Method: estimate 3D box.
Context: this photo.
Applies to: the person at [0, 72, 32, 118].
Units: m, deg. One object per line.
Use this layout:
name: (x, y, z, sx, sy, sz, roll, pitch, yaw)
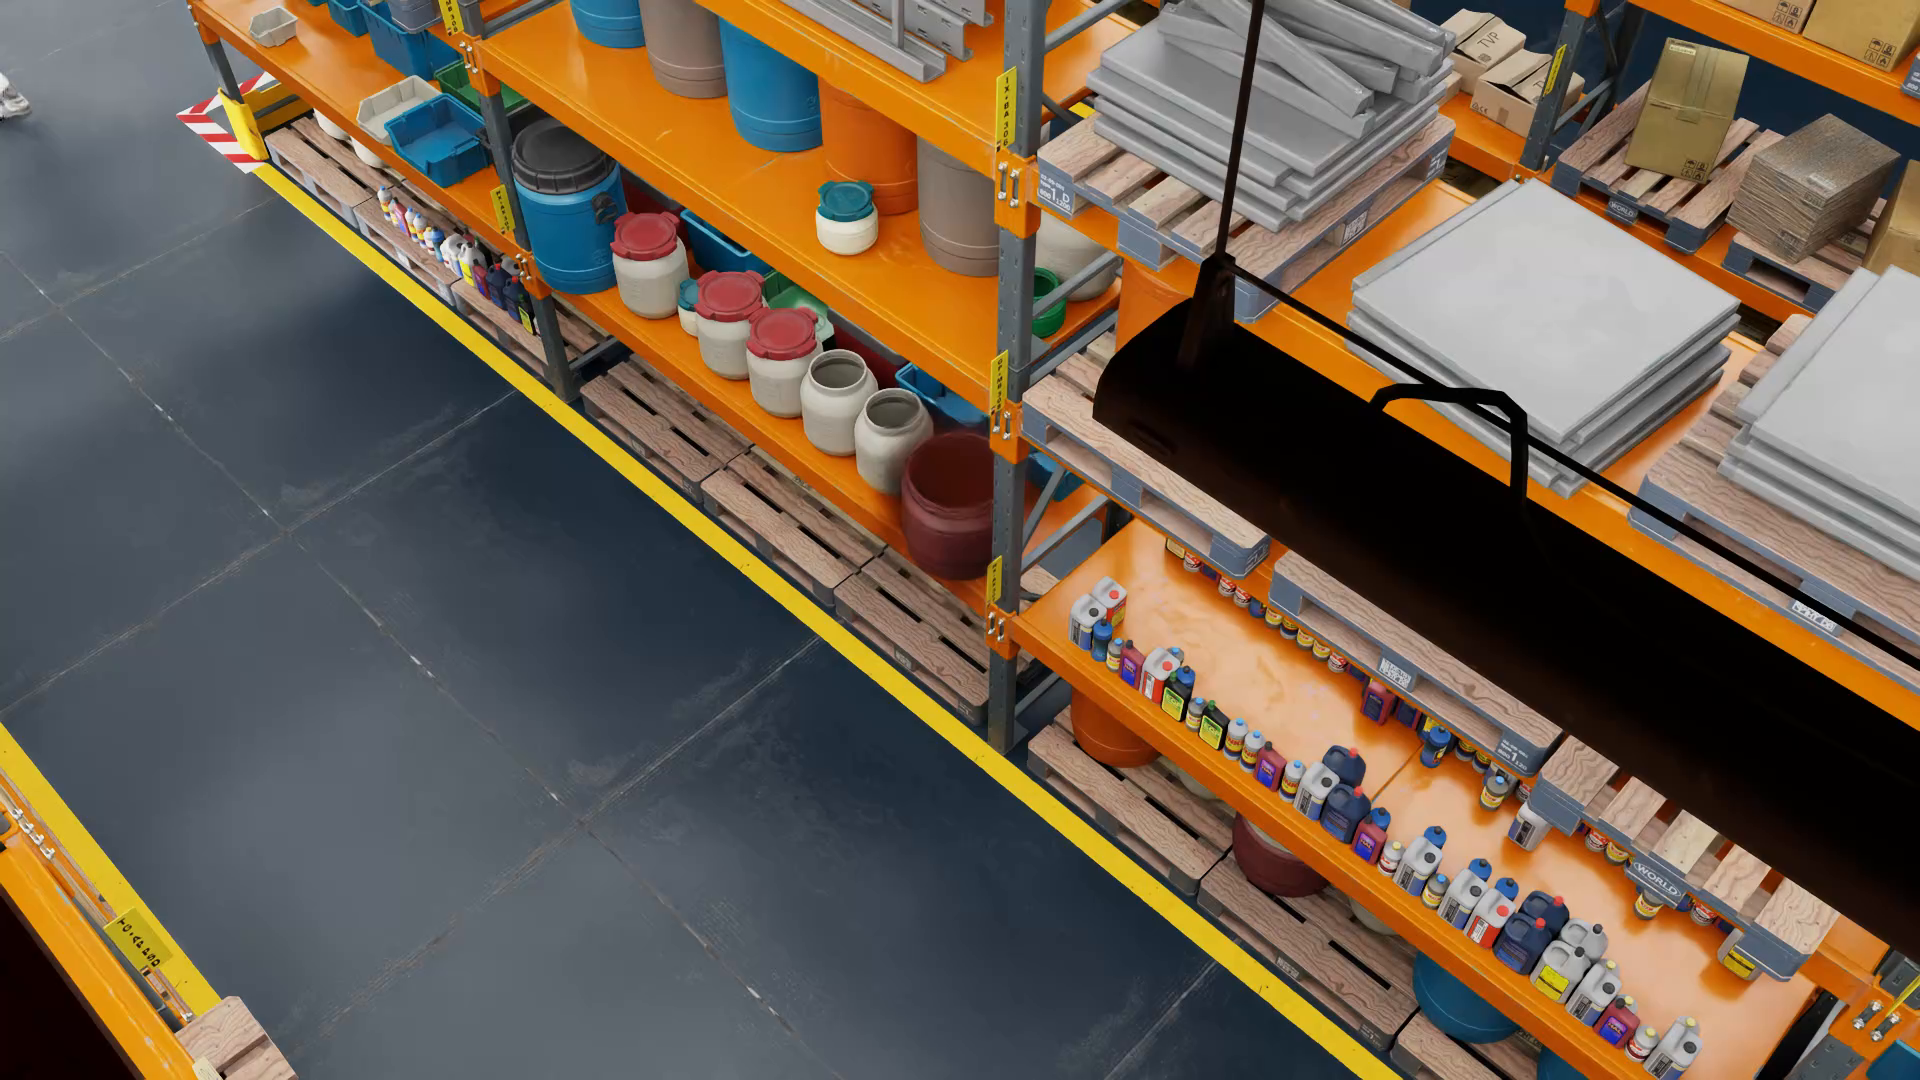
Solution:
person: (-7.798, -3.945, 12.536, 0.894, 1.756, 0.563, -5, 50, -4)
